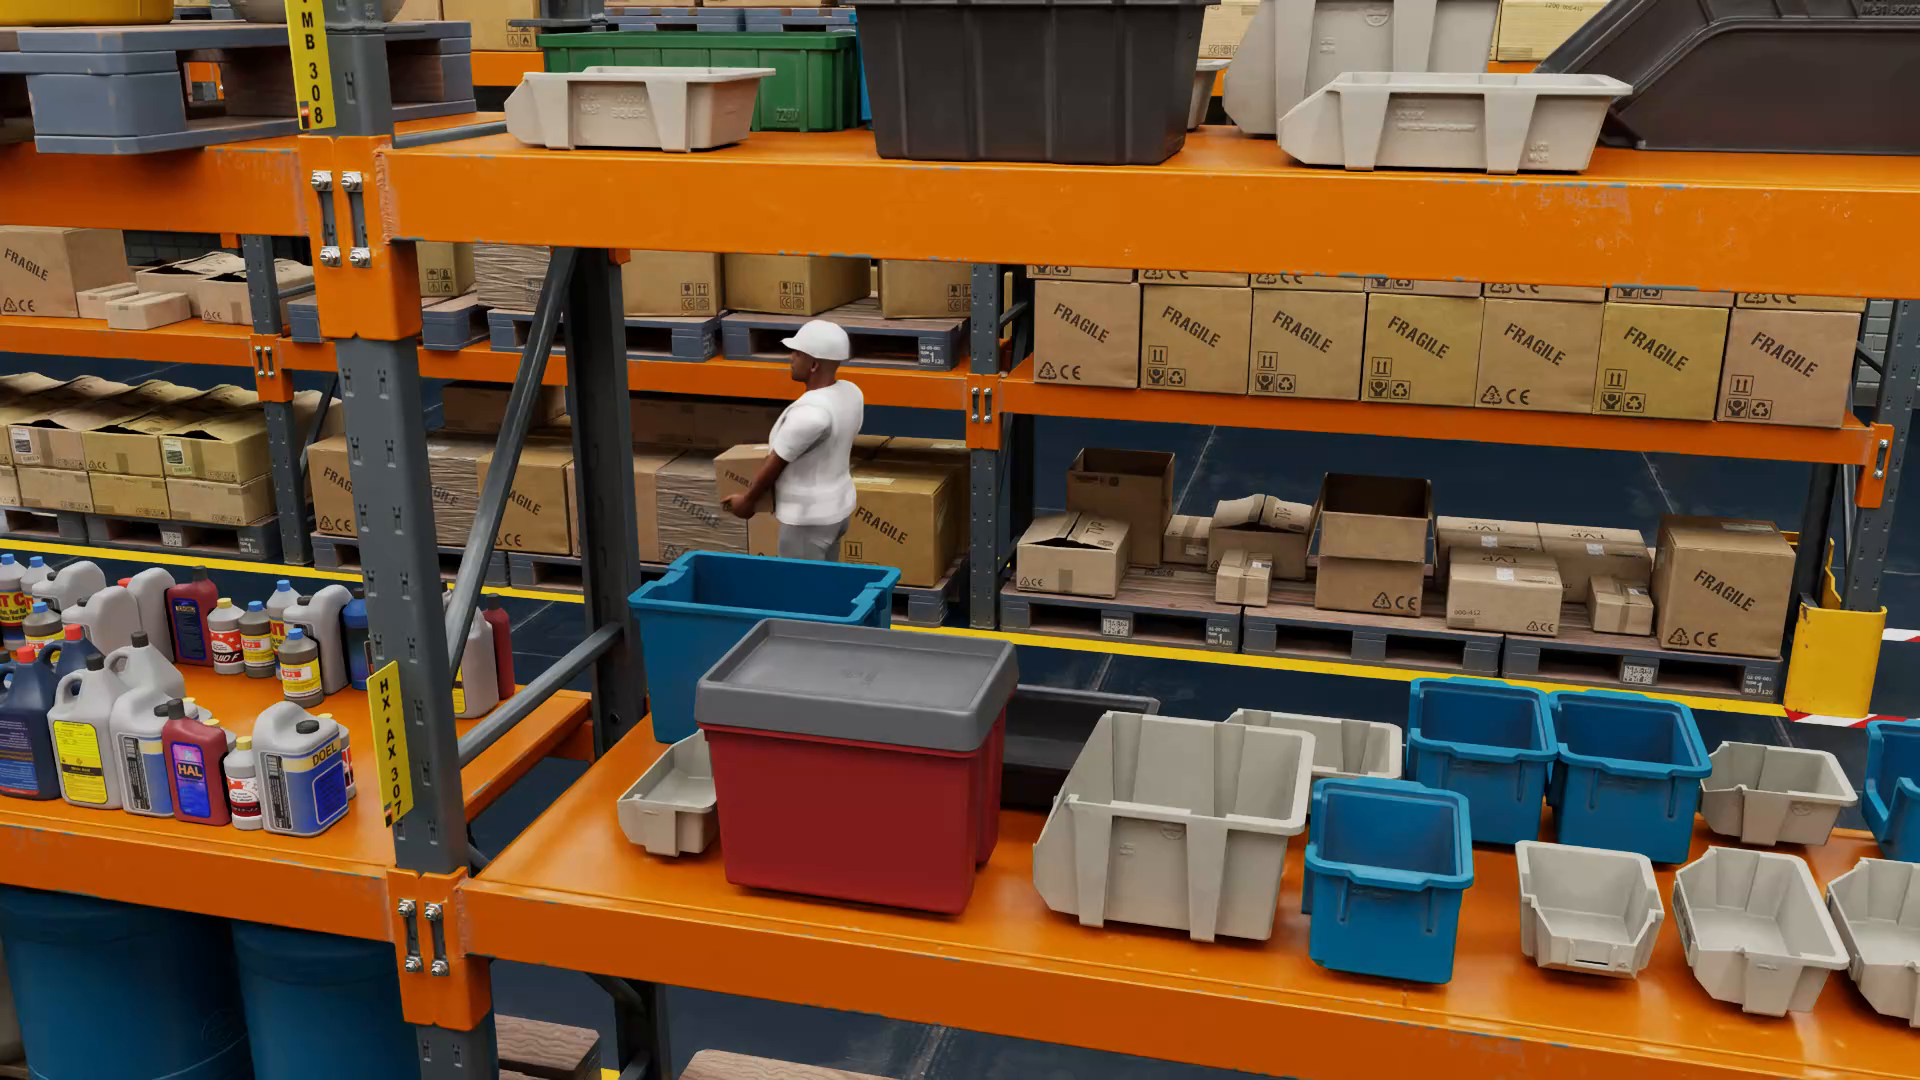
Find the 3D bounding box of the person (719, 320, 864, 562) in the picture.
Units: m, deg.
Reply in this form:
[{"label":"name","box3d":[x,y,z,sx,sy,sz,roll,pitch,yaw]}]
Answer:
[{"label":"person","box3d":[-0.743,-0.110,7.363,0.587,1.760,0.503,5,19,15]}]
